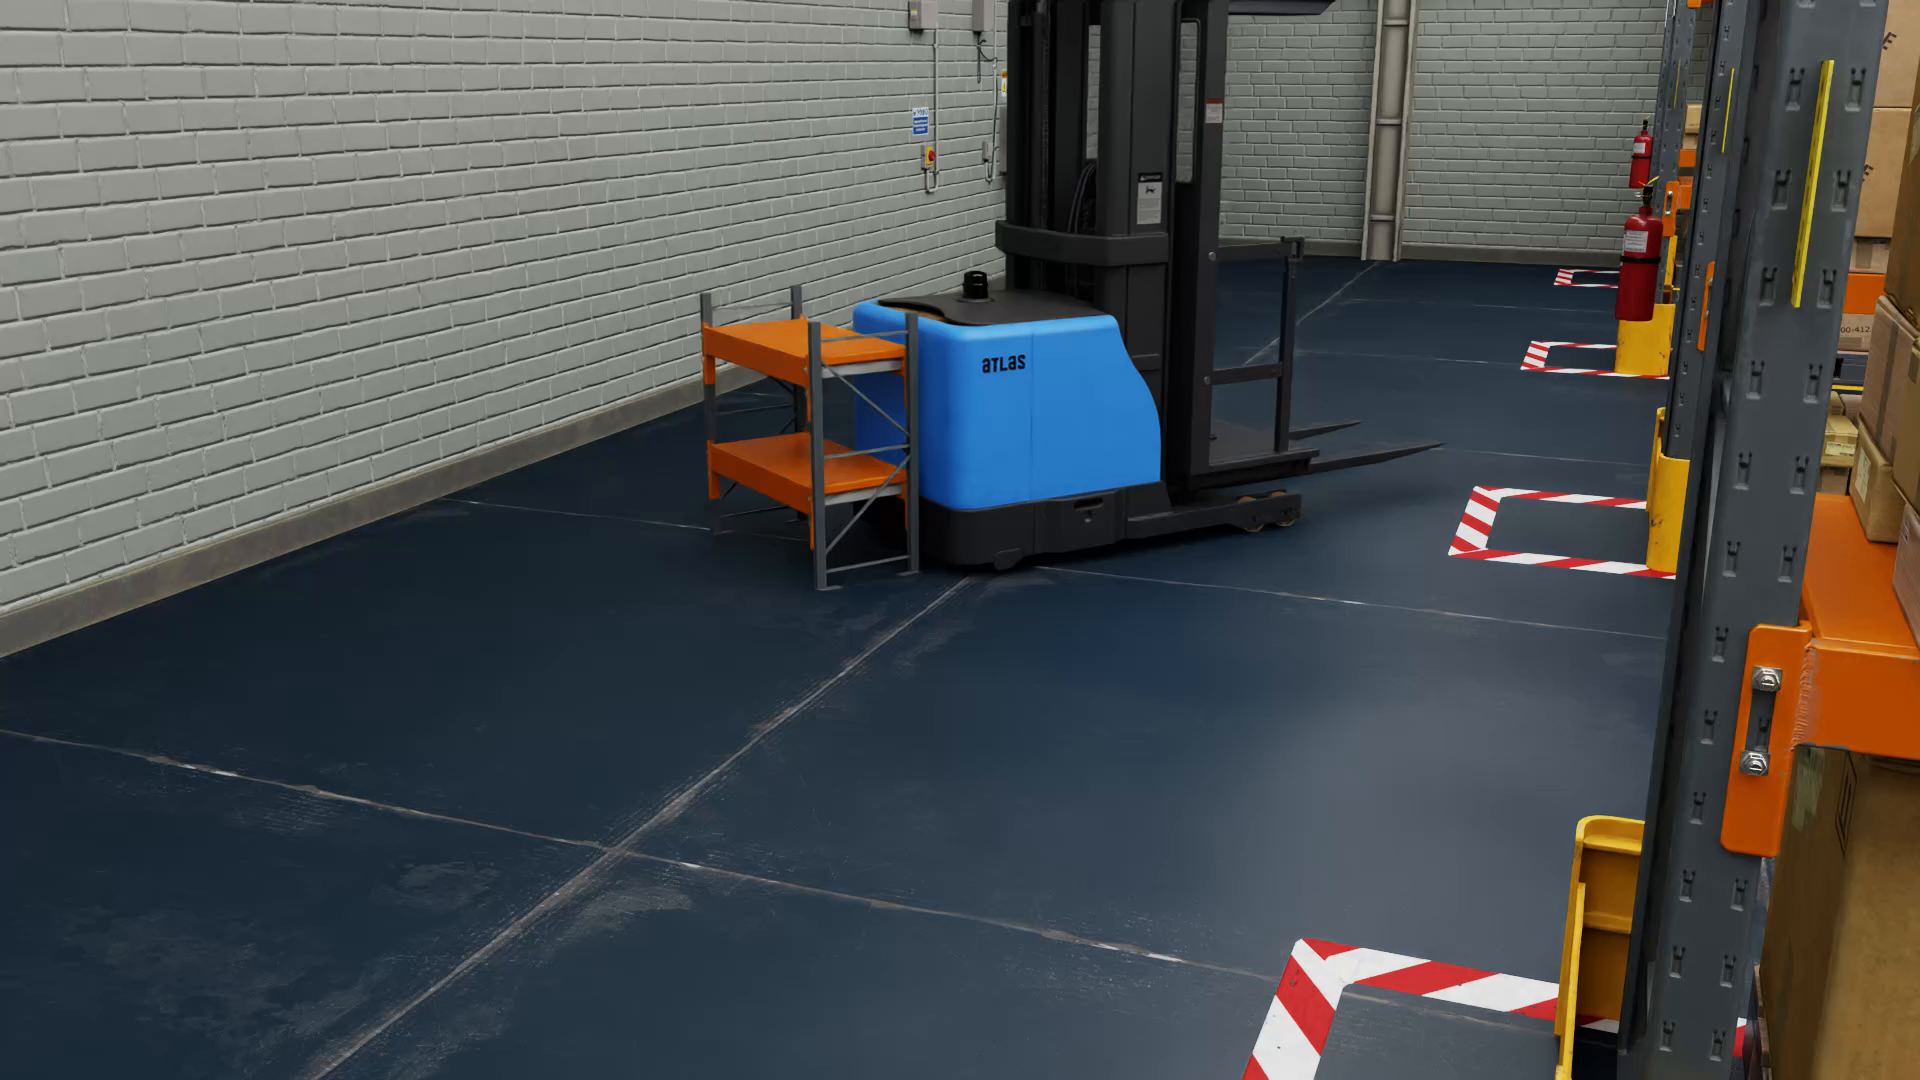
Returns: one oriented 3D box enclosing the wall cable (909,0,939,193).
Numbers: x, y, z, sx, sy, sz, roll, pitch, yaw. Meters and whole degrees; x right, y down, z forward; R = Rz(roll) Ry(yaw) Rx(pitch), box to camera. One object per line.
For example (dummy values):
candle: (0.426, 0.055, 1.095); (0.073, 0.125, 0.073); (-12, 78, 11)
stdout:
wall cable: (-0.249, -3.818, 13.565); (0.123, 1.953, 0.585); (6, 17, 21)

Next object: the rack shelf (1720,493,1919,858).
rack shelf: (3.229, 0.376, 2.287); (4.000, 0.370, 1.077); (6, 17, 21)

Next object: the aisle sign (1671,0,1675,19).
aisle sign: (5.052, -4.080, 11.685); (0.004, 0.787, 0.394); (6, 17, 21)

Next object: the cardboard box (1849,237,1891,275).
cardboard box: (3.716, -1.196, 6.863); (0.250, 0.149, 0.380); (7, 18, 23)

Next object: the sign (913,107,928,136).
sign: (-0.324, -3.438, 13.652); (0.001, 0.218, 0.327); (6, 17, 21)

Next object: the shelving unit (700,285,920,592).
shelving unit: (-0.670, -0.482, 7.317); (0.538, 1.125, 1.048); (-10, 19, -32)

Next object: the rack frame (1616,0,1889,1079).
rack frame: (1.369, -0.174, 2.892); (0.127, 3.000, 1.000); (6, 17, 21)

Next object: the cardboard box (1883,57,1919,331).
cardboard box: (1.919, -0.623, 2.830); (0.500, 0.500, 0.500); (7, 17, 21)

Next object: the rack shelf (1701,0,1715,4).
rack shelf: (8.683, -4.922, 15.158); (4.000, 0.370, 1.077); (6, 17, 21)

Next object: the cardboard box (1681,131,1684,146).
cardboard box: (7.230, -3.947, 16.339); (0.250, 0.149, 0.380); (6, 17, 20)

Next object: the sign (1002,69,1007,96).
sign: (0.445, -4.248, 15.445); (0.001, 0.242, 0.339); (6, 17, 21)

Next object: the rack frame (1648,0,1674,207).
rack frame: (6.823, -4.032, 16.181); (0.127, 3.000, 1.000); (6, 17, 21)

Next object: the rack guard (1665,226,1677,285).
rack guard: (6.894, -2.823, 16.503); (0.348, 0.500, 1.175); (6, 17, 21)

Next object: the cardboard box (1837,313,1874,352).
cardboard box: (6.510, -1.582, 11.586); (0.875, 0.438, 0.875); (7, 18, 22)

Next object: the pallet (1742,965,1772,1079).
pallet: (2.141, 1.227, 3.069); (1.213, 0.211, 1.003); (6, 17, 21)

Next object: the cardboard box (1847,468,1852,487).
cardboard box: (3.910, -0.262, 7.024); (0.250, 0.149, 0.380); (6, 17, 20)

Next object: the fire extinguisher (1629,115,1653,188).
fire extinguisher: (6.516, -3.711, 15.883); (0.183, 0.674, 0.296); (6, 17, 21)

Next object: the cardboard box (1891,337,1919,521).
cardboard box: (1.716, -0.125, 2.461); (0.500, 0.250, 0.500); (6, 17, 19)

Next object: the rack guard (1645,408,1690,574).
rack guard: (3.354, -0.242, 7.609); (0.348, 0.500, 1.175); (6, 17, 21)

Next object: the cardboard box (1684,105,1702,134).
cardboard box: (7.146, -3.986, 15.760); (0.500, 0.250, 0.500); (6, 17, 21)

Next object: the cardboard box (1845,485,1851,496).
cardboard box: (3.926, -0.140, 7.137); (0.250, 0.149, 0.380); (6, 17, 20)

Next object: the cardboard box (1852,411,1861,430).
cardboard box: (3.946, -0.429, 7.065); (0.250, 0.149, 0.380); (7, 17, 22)

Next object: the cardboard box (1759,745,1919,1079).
cardboard box: (1.994, 0.690, 2.975); (0.875, 0.875, 0.875); (6, 17, 21)

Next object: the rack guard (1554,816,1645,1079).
rack guard: (1.347, 1.024, 3.249); (0.348, 0.500, 1.175); (6, 17, 21)

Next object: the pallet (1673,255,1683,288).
pallet: (7.636, -2.603, 16.263); (1.213, 0.211, 1.003); (6, 17, 21)

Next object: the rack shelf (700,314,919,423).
rack shelf: (-0.670, -0.763, 7.235); (0.538, 0.278, 1.000); (-10, 19, -32)

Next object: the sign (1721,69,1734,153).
sign: (3.084, -1.725, 6.682); (0.005, 0.325, 0.100); (6, 17, 21)

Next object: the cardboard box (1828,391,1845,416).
cardboard box: (3.868, -0.580, 7.583); (0.250, 0.149, 0.380); (6, 17, 21)

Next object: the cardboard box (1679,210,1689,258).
cardboard box: (7.357, -2.947, 16.170); (0.637, 0.503, 0.797); (6, 17, 18)

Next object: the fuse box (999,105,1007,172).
fuse box: (0.658, -3.226, 15.716); (0.414, 1.711, 0.539); (6, 17, 21)

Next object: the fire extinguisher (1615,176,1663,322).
fire extinguisher: (3.218, -1.379, 7.851); (0.183, 0.674, 0.296); (6, 17, 21)

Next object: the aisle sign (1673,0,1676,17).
aisle sign: (4.832, -3.925, 11.149); (0.004, 0.787, 0.394); (6, 17, 21)

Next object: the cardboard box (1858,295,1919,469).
cardboard box: (1.917, -0.264, 2.938); (0.500, 0.250, 0.500); (6, 17, 20)

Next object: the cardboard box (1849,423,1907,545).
cardboard box: (1.821, -0.102, 3.096); (0.250, 0.149, 0.380); (7, 17, 22)

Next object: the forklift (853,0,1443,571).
forklift: (1.029, -1.559, 7.788); (3.031, 2.935, 1.130); (-9, 19, -29)

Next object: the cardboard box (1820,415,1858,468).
cardboard box: (3.646, -0.426, 7.055); (0.250, 0.149, 0.380); (5, 17, 18)

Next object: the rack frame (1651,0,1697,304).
rack frame: (5.005, -2.744, 11.745); (0.127, 3.000, 1.000); (6, 17, 21)

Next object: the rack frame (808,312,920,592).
rack frame: (-0.391, -0.364, 6.909); (0.500, 1.125, 0.032); (-10, 19, -32)

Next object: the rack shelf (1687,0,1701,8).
rack shelf: (6.866, -3.634, 10.722); (4.000, 0.370, 1.077); (6, 17, 21)

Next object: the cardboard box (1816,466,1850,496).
cardboard box: (3.676, -0.305, 7.171); (0.250, 0.149, 0.380); (7, 18, 23)

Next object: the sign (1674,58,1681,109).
sign: (4.796, -3.054, 11.120); (0.005, 0.325, 0.100); (6, 17, 21)

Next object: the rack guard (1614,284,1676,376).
rack guard: (4.983, -1.546, 12.102); (0.348, 0.500, 1.175); (6, 17, 21)

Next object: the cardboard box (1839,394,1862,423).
cardboard box: (4.081, -0.539, 7.443); (0.250, 0.149, 0.380); (7, 17, 22)

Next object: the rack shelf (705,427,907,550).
rack shelf: (-0.670, -0.247, 7.385); (0.538, 0.278, 1.000); (-10, 19, -32)

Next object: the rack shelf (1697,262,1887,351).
rack shelf: (5.143, -0.900, 6.683); (4.000, 0.370, 1.077); (6, 17, 21)

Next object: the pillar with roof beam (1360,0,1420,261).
pillar with roof beam: (3.066, -6.306, 13.254); (0.400, 9.000, 9.100); (6, 17, 21)

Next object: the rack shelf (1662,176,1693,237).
rack shelf: (6.866, -2.194, 11.141); (4.000, 0.370, 1.077); (6, 17, 21)

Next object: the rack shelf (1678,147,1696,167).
rack shelf: (8.683, -3.482, 15.576); (4.000, 0.370, 1.077); (6, 17, 21)

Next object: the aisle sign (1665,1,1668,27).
aisle sign: (6.652, -5.211, 15.580); (0.004, 0.787, 0.394); (6, 17, 21)

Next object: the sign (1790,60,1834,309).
sign: (1.160, -0.484, 2.266); (0.005, 0.325, 0.100); (6, 17, 21)

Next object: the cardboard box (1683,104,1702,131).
cardboard box: (7.348, -4.124, 16.235); (0.500, 0.250, 0.500); (7, 18, 22)

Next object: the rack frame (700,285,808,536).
rack frame: (-0.949, -0.601, 7.725); (0.500, 1.125, 0.032); (-10, 19, -32)

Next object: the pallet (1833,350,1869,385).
pallet: (5.778, -1.343, 11.922); (1.213, 0.211, 1.003); (6, 17, 21)

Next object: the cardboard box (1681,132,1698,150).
cardboard box: (7.028, -3.806, 15.855); (0.250, 0.149, 0.380); (6, 17, 20)

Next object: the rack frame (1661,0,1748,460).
rack frame: (3.283, -1.450, 7.287); (0.127, 3.000, 1.000); (6, 17, 21)

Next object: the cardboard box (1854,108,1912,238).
cardboard box: (3.599, -1.523, 6.827); (0.500, 0.500, 0.500); (7, 18, 23)

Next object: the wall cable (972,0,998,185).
wall cable: (0.261, -4.172, 14.841); (0.122, 1.984, 0.588); (6, 17, 21)

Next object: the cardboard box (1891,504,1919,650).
cardboard box: (1.578, 0.069, 2.507); (0.250, 0.149, 0.380); (6, 17, 21)

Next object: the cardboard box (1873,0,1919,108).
cardboard box: (3.603, -2.006, 6.697); (0.500, 0.500, 0.500); (6, 17, 20)
